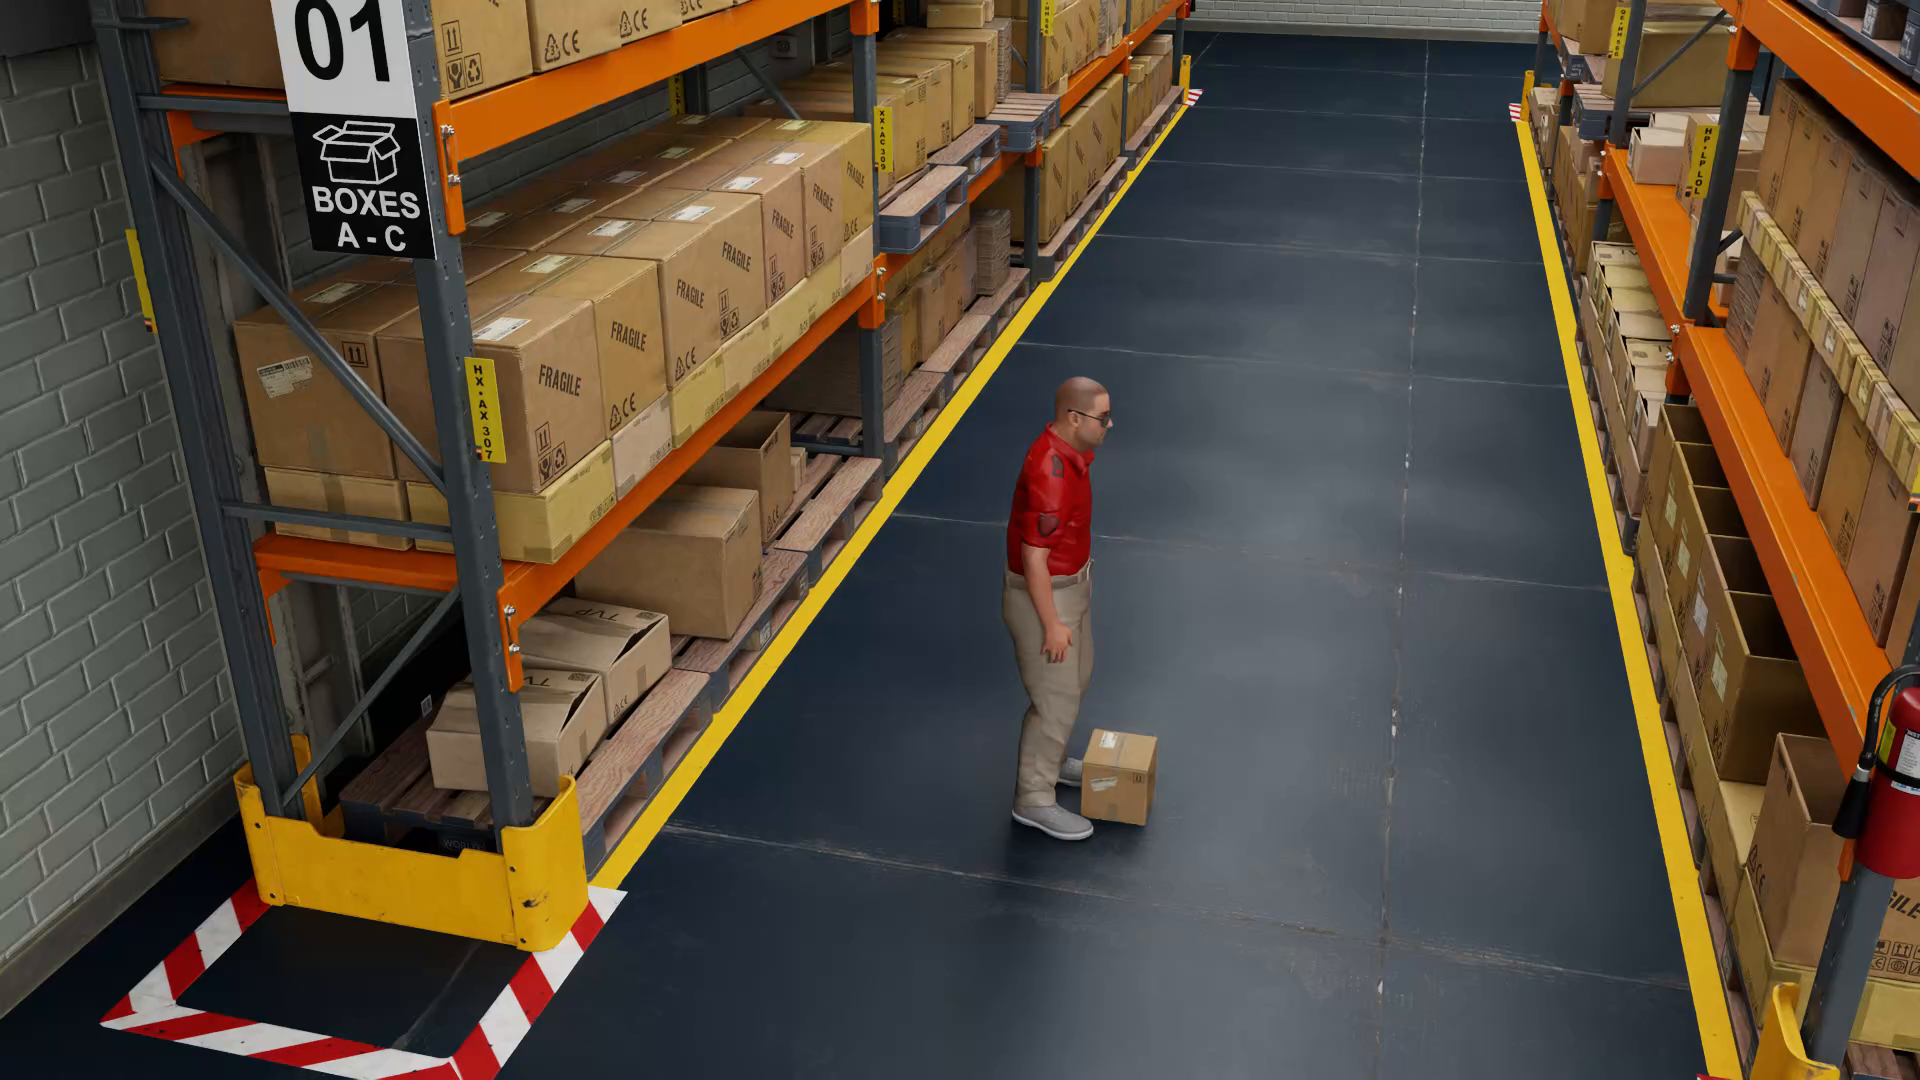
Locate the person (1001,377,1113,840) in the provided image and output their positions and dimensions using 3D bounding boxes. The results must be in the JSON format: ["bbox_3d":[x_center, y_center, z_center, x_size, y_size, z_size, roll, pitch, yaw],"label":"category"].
[{"bbox_3d":[0.362,0.221,6.155,0.391,1.725,0.584,5,26,11],"label":"person"}]
